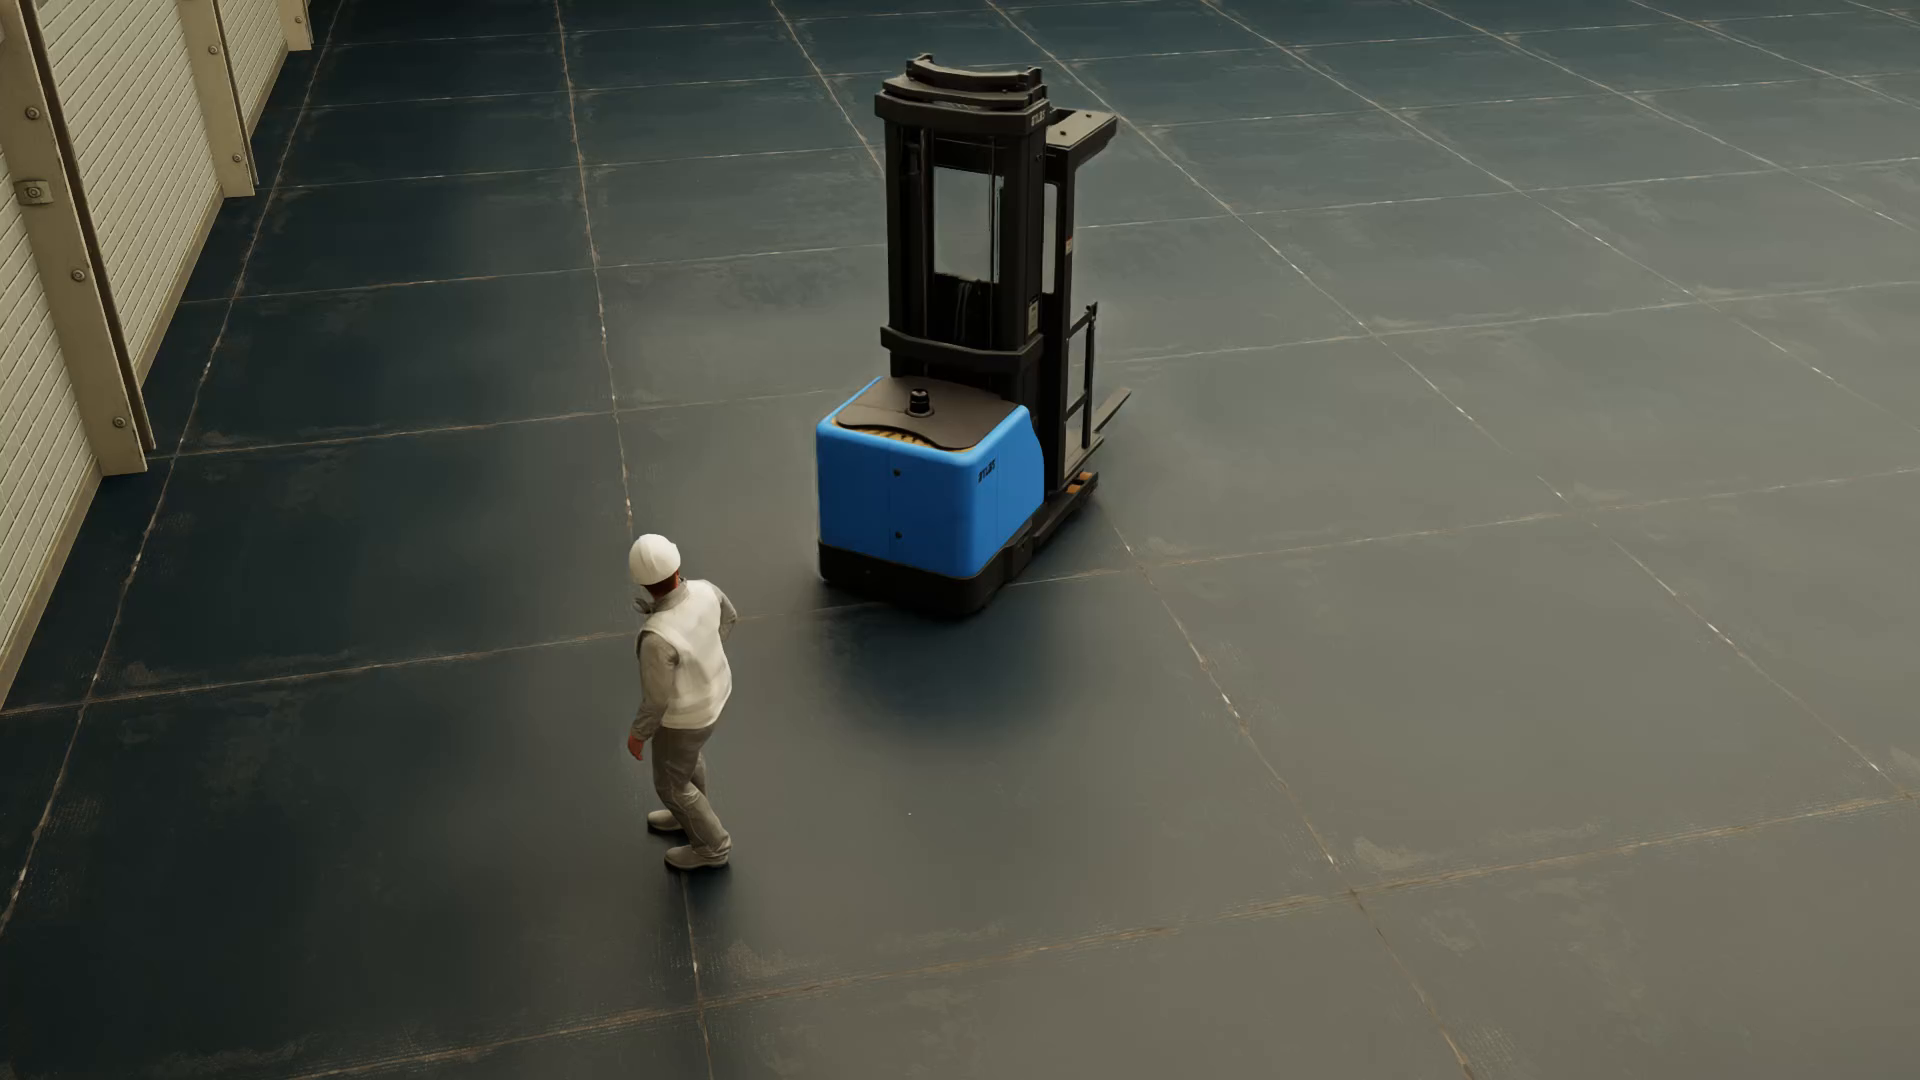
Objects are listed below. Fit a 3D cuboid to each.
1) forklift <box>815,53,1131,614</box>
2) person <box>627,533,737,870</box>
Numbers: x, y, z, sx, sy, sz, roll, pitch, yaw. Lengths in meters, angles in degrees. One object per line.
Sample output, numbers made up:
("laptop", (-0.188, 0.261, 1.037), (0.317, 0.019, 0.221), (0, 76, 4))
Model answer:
("forklift", (0.258, -1.553, 10.258), (1.130, 2.935, 3.031), (14, 33, 22))
("person", (-1.311, 0.731, 7.490), (0.516, 1.754, 0.733), (7, 31, 11))
